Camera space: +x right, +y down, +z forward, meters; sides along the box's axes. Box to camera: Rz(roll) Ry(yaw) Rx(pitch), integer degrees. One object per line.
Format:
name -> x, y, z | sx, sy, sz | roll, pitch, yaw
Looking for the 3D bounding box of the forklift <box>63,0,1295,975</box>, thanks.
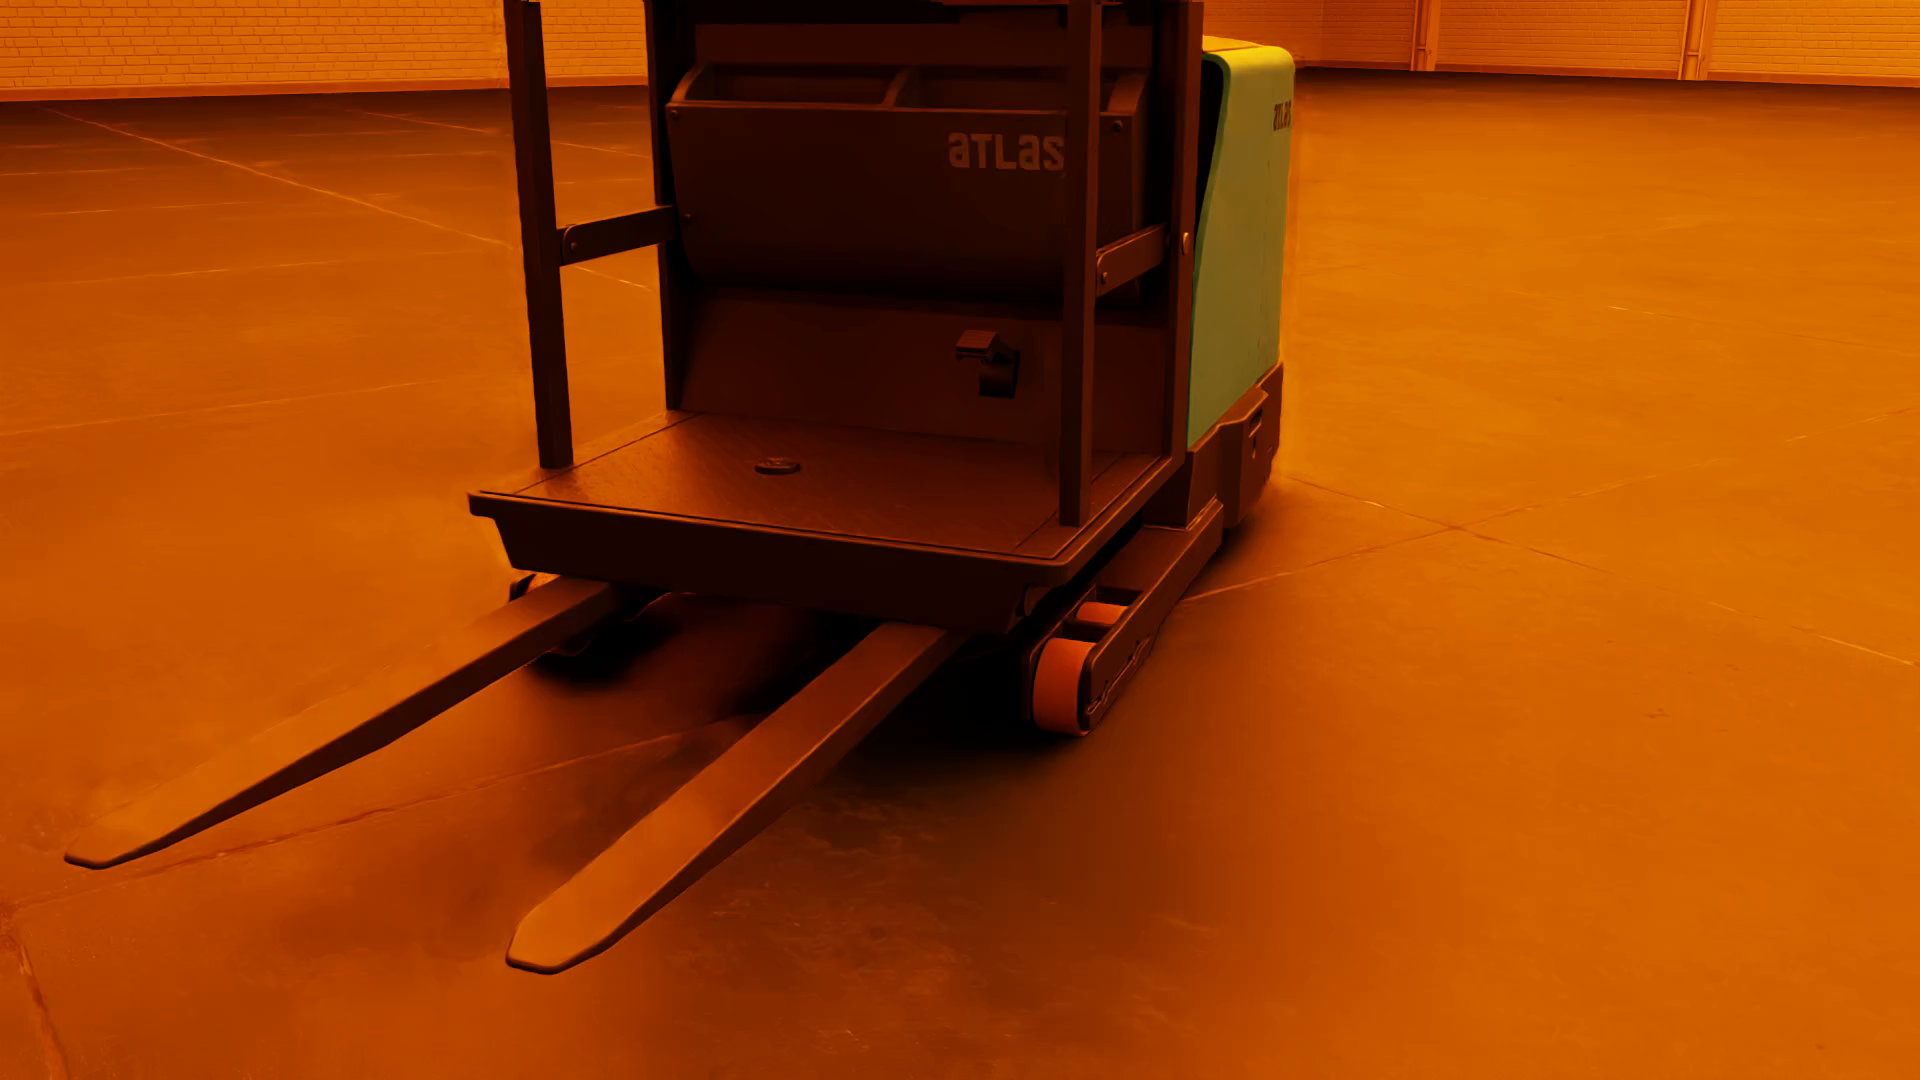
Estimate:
forklift -> -0.182, -1.210, 2.772 | 1.130, 2.935, 3.031 | 7, 19, 20
